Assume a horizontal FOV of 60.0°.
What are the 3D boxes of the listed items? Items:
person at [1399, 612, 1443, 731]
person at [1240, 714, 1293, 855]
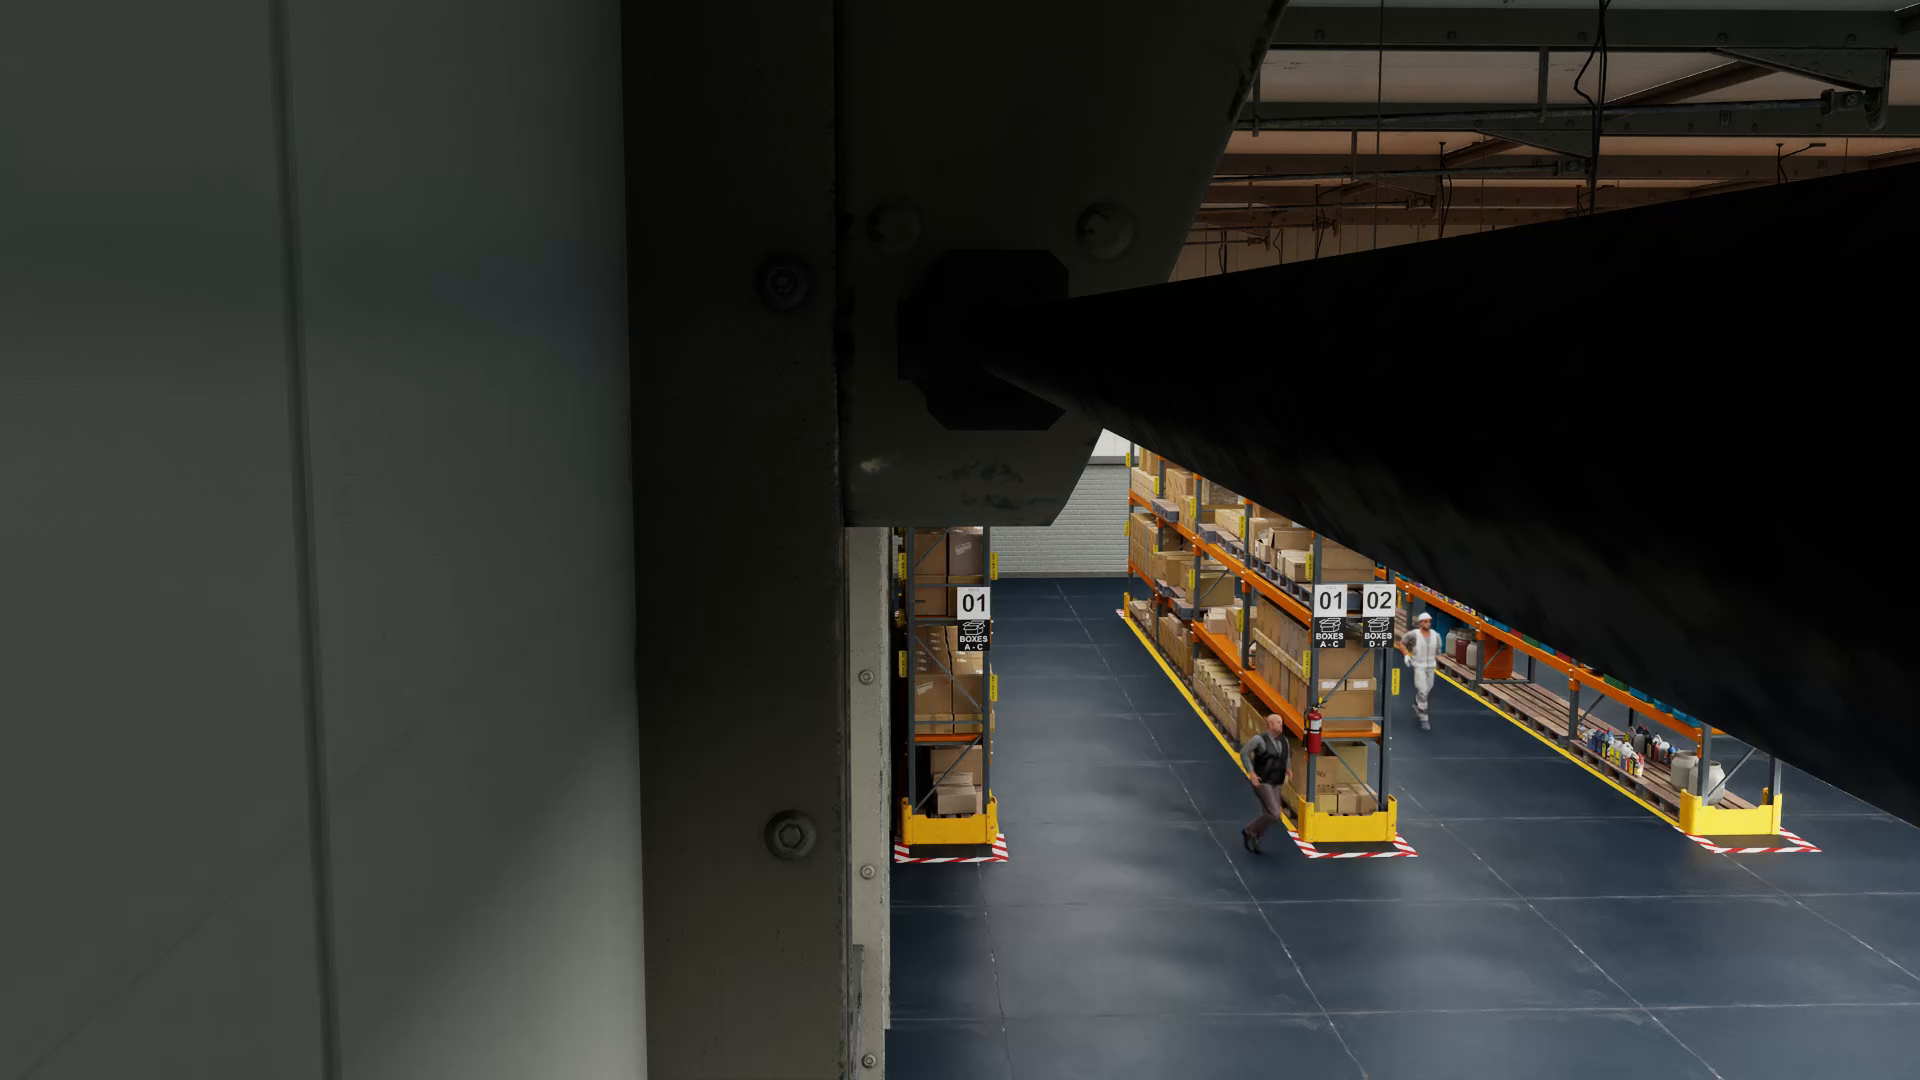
[{"bbox_3d":[7.370,2.053,26.459,0.640,1.824,0.814,-2,7,-12],"label":"person"},{"bbox_3d":[3.760,2.949,20.062,0.661,1.695,0.558,-6,9,-39],"label":"person"}]
